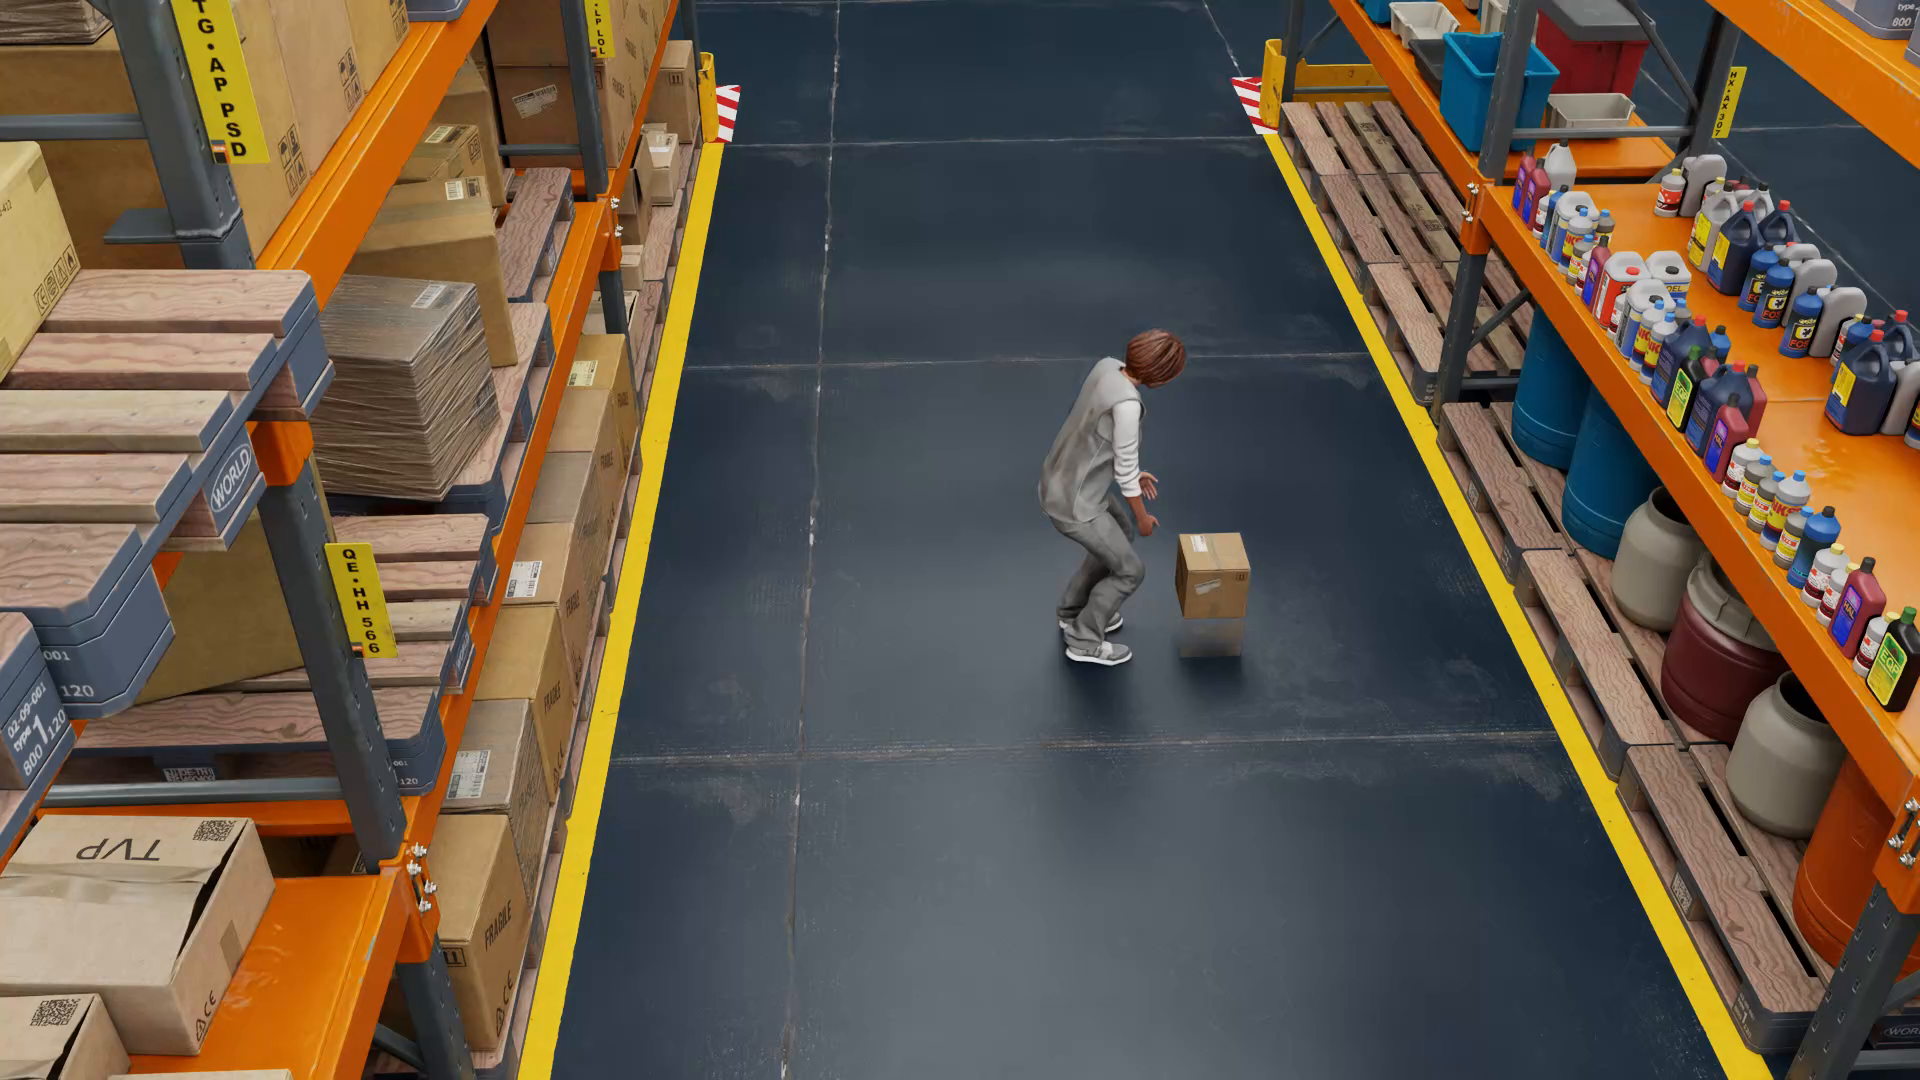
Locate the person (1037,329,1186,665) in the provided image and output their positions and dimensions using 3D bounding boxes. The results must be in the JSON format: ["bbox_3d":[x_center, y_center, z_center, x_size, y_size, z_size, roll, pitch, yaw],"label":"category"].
[{"bbox_3d":[0.572,-0.177,6.543,0.539,1.444,0.454,-1,36,-2],"label":"person"}]
